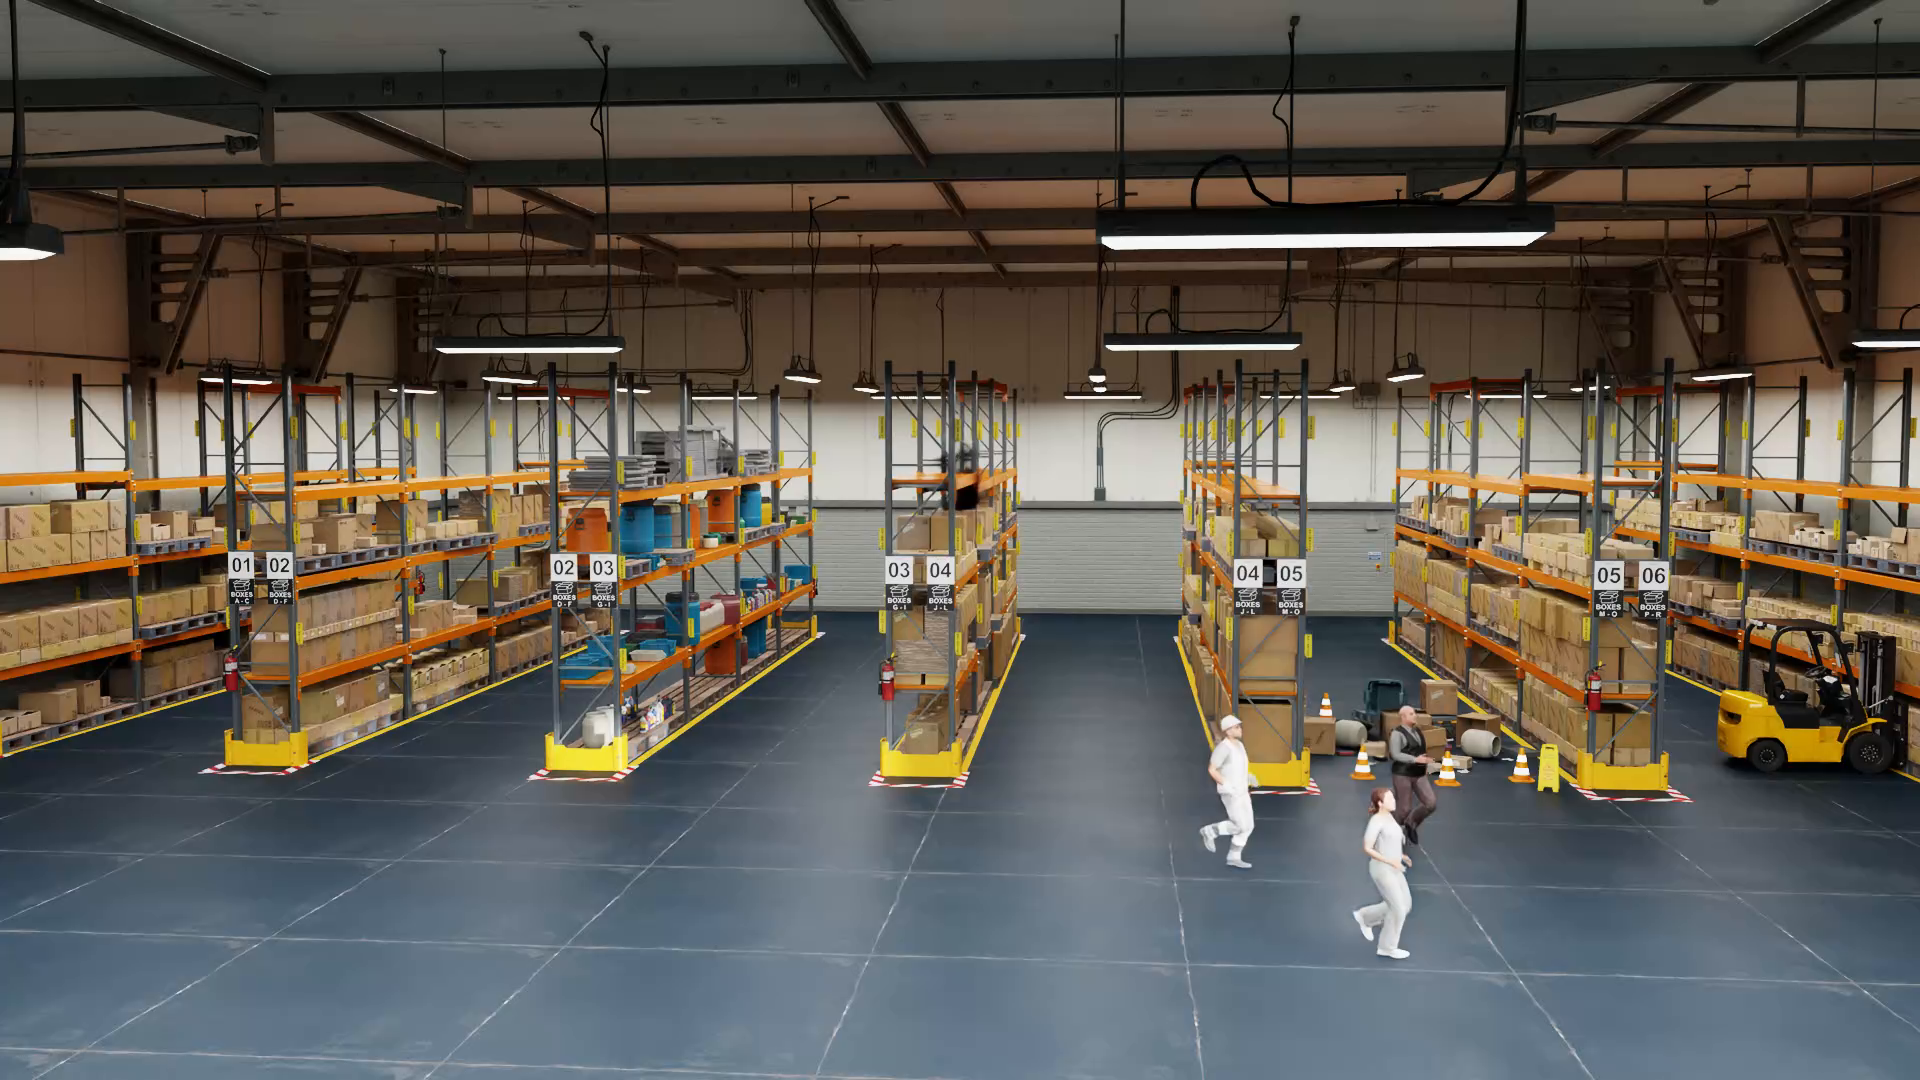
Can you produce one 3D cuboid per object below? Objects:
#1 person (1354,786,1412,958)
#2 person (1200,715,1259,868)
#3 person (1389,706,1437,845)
[{"bbox_3d":[4.014,3.146,15.841,0.594,1.617,0.561,3,5,36],"label":"person"},{"bbox_3d":[3.089,2.879,19.120,0.606,1.740,0.658,3,5,35],"label":"person"},{"bbox_3d":[5.418,2.832,19.929,0.634,1.689,0.656,-2,4,-32],"label":"person"}]
